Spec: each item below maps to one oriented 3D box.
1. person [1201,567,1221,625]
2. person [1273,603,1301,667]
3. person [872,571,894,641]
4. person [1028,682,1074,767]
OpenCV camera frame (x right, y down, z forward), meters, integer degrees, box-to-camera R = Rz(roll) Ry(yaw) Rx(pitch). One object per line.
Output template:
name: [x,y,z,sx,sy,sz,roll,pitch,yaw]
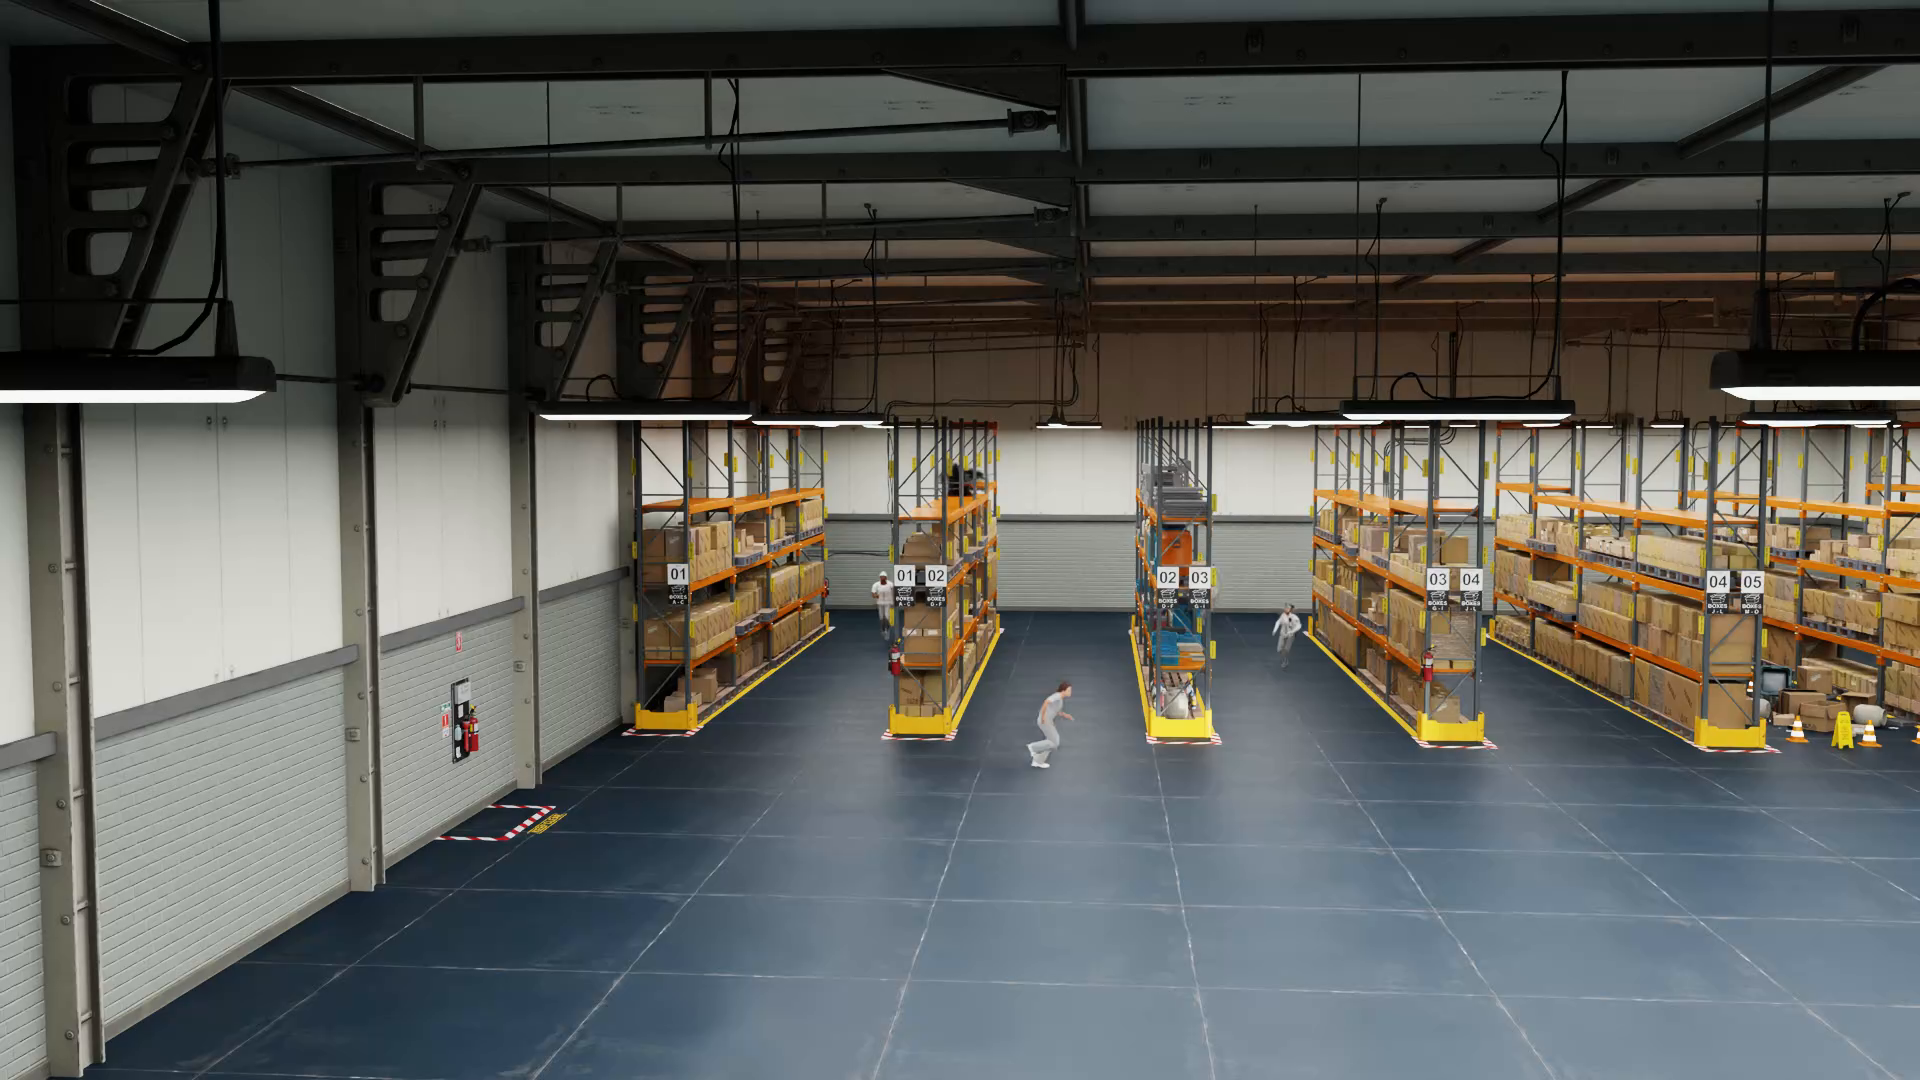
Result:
person: [7.362,1.666,49.113,0.691,1.753,0.592,-4,5,-44]
person: [7.954,2.313,40.382,0.679,1.601,0.464,2,4,28]
person: [-2.017,1.758,44.296,0.663,1.848,0.811,0,4,7]
person: [1.534,3.142,28.236,0.777,1.493,0.582,1,4,14]
